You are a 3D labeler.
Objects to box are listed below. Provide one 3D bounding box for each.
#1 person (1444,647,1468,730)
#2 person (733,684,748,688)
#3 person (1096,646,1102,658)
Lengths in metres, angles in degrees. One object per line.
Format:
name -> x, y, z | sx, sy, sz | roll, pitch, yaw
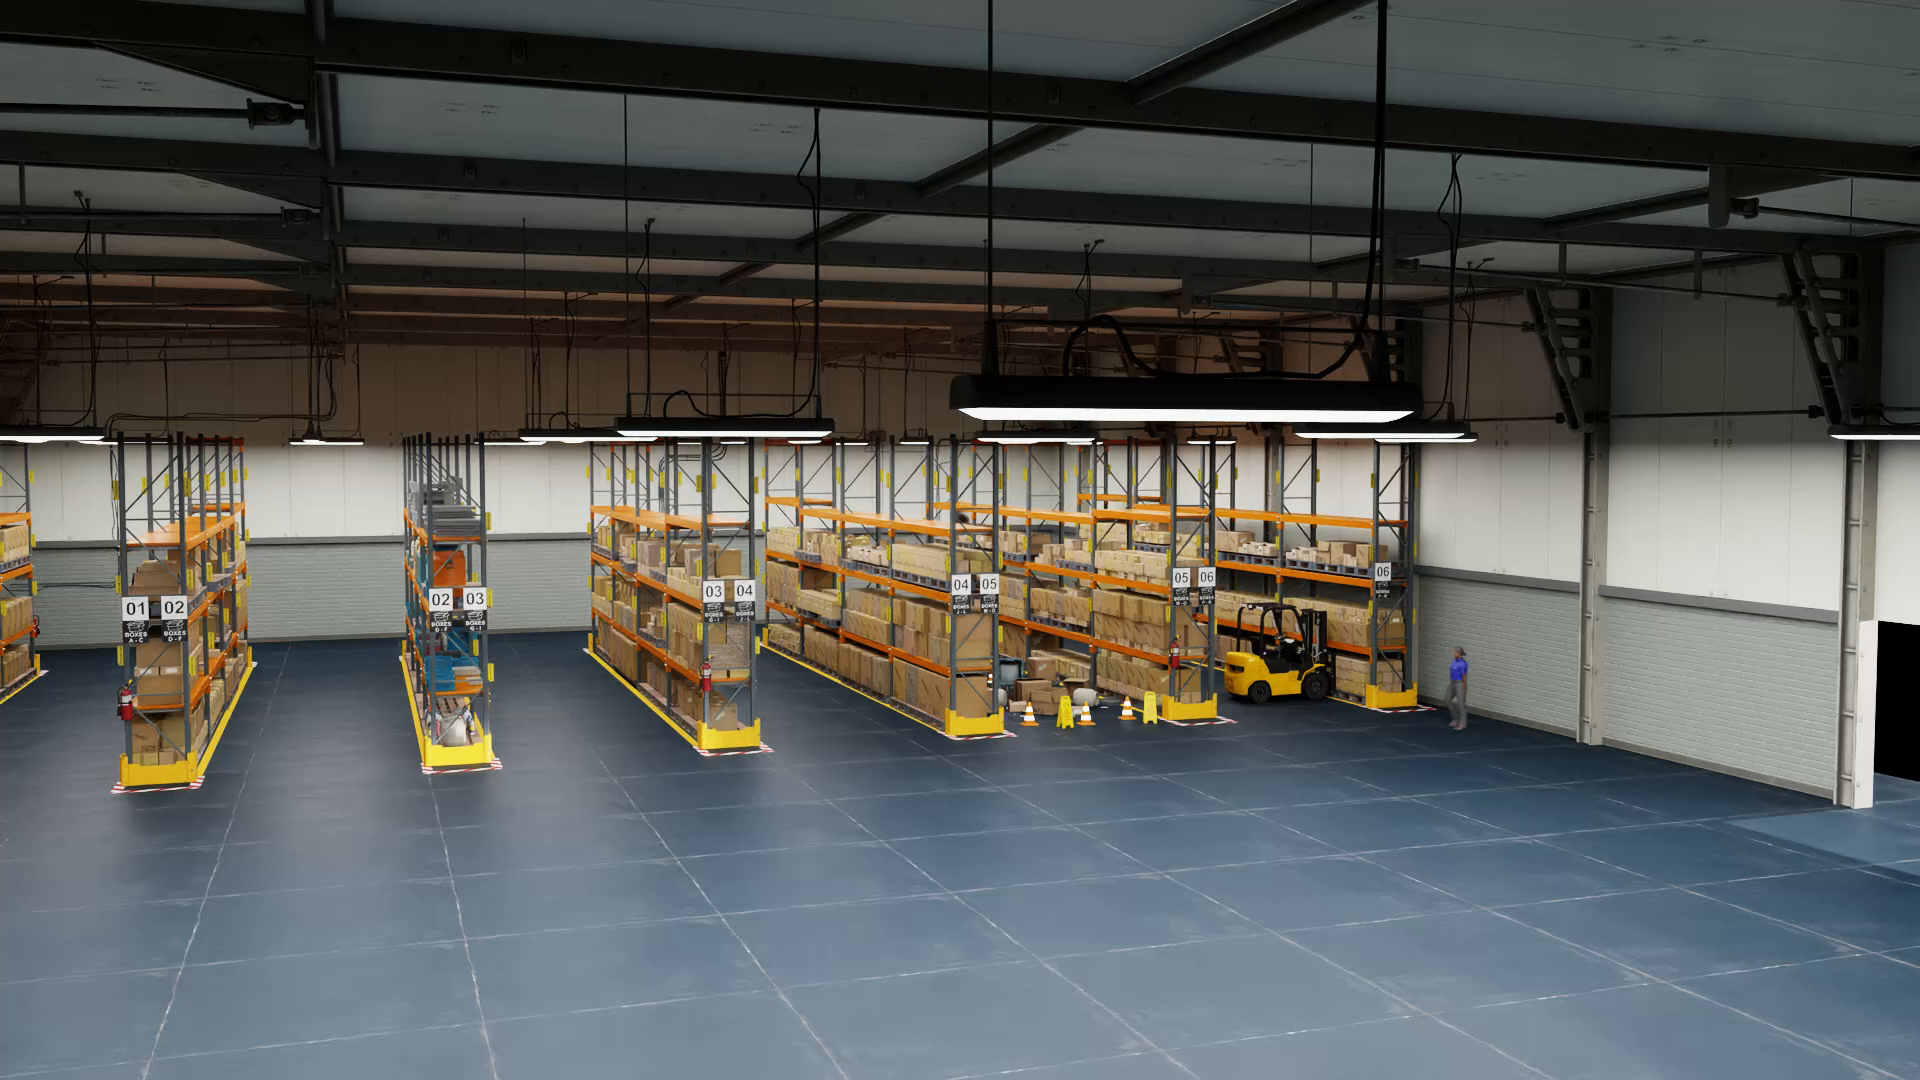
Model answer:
person -> 10.144, 3.012, 33.895 | 0.407, 1.684, 0.501 | -1, 3, -23
person -> -5.302, 2.679, 39.914 | 0.434, 1.853, 0.614 | 0, 3, -3
person -> 3.648, 2.487, 44.100 | 0.562, 1.725, 0.727 | -1, 3, -22
